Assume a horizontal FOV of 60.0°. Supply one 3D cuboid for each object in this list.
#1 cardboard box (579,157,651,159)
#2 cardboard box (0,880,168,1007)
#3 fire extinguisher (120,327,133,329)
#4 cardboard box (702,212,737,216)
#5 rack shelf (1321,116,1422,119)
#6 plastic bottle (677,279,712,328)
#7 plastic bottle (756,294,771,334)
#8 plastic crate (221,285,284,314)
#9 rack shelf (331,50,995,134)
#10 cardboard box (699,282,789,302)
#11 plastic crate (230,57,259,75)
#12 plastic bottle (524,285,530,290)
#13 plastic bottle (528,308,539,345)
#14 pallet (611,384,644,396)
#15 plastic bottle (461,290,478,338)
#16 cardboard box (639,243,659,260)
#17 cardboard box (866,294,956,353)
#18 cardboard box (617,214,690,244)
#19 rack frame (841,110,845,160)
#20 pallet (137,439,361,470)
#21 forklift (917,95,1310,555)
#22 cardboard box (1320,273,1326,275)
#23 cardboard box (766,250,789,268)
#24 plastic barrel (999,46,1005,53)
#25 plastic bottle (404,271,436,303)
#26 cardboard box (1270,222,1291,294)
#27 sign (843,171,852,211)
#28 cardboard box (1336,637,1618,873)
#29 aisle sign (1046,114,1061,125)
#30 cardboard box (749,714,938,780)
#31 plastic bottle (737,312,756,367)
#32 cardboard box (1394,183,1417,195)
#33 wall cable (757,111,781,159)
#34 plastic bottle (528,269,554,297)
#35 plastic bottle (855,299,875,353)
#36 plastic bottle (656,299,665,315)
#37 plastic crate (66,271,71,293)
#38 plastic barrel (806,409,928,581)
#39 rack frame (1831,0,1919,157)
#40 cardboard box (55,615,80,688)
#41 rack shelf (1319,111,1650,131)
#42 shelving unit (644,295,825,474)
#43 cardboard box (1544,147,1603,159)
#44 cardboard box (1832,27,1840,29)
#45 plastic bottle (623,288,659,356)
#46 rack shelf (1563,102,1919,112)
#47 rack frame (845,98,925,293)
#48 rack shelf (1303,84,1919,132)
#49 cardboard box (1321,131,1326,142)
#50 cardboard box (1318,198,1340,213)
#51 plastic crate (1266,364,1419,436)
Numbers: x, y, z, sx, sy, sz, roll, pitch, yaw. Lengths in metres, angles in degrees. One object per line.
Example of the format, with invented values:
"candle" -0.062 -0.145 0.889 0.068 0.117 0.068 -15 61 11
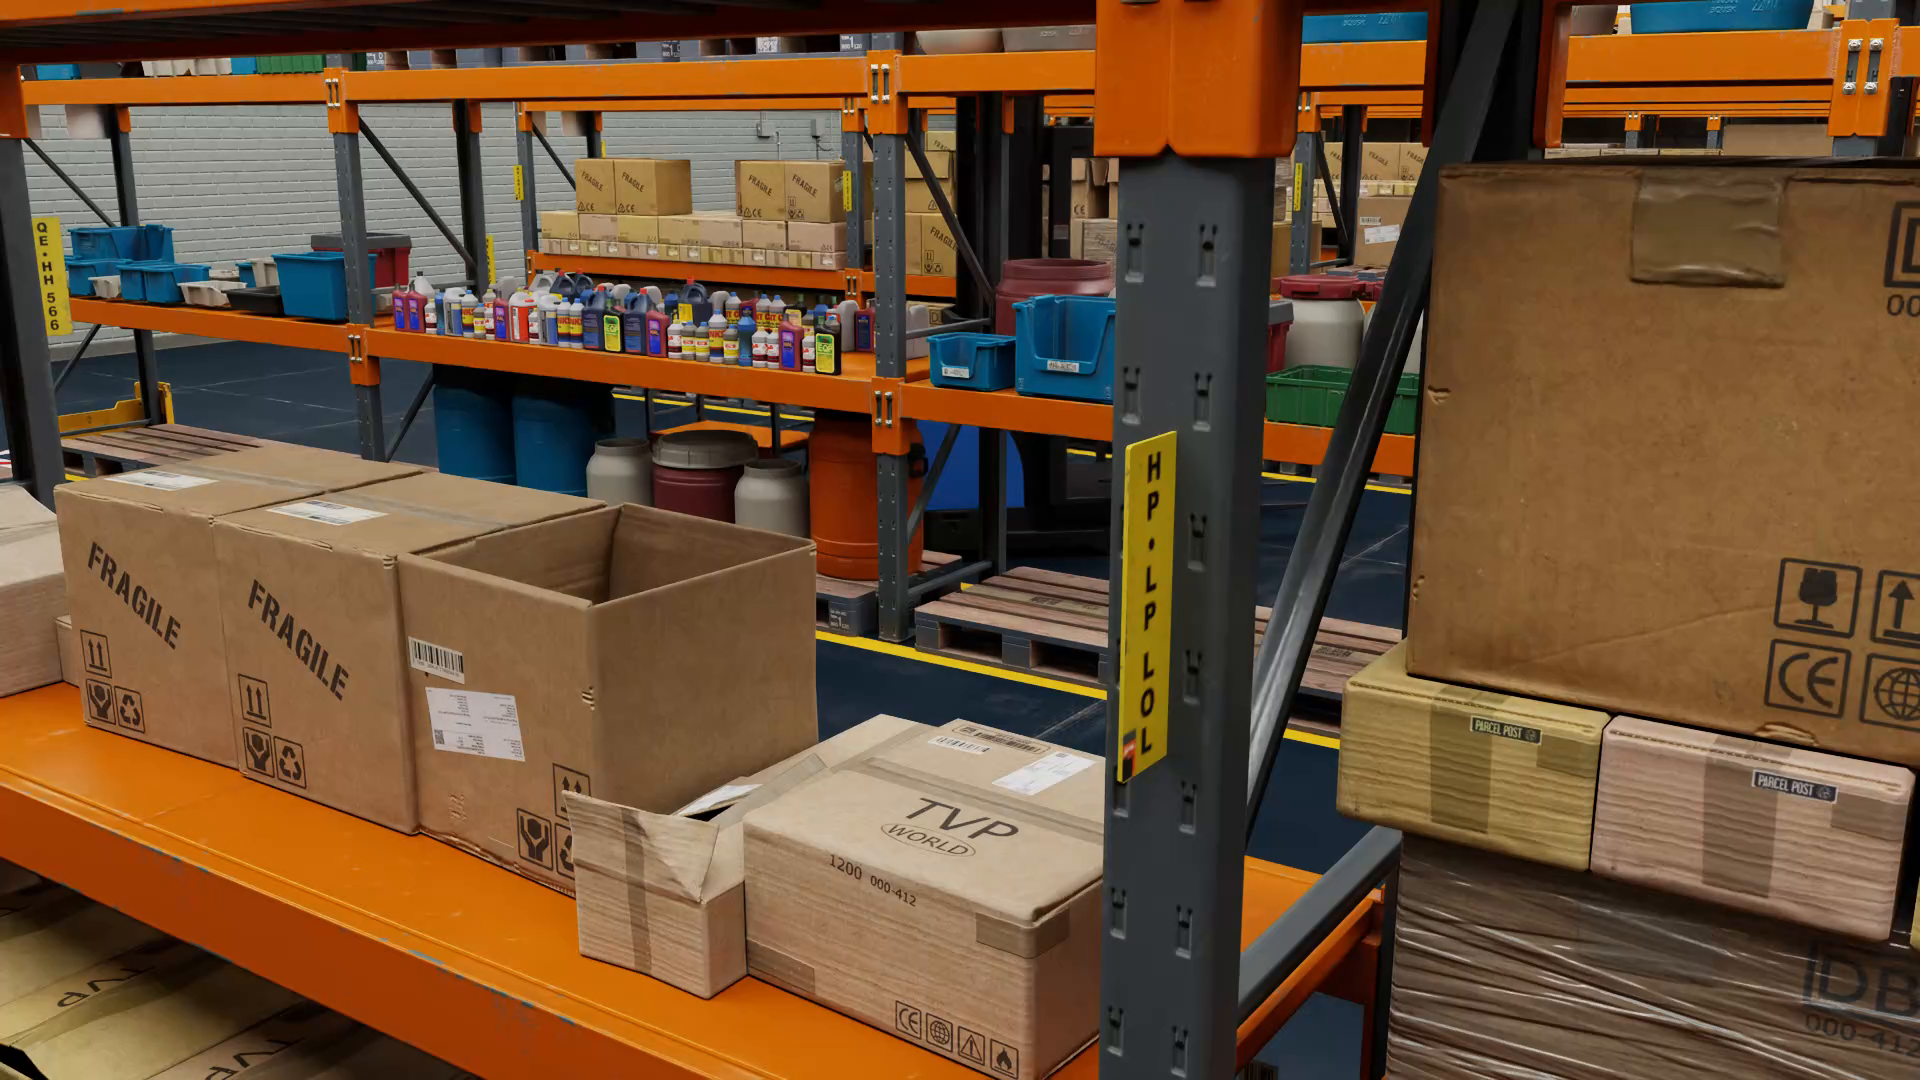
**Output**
"cardboard box" -3.400 -3.529 16.469 0.500 0.500 0.500 9 17 33
"cardboard box" -2.134 0.998 3.732 0.500 0.311 0.500 9 16 31
"fire extinguisher" -6.587 -2.011 13.141 0.183 0.674 0.296 9 17 33
"cardboard box" -2.124 -2.960 15.733 0.500 0.250 0.500 9 17 33
"rack shelf" 6.006 -6.911 27.254 4.000 0.370 1.077 9 17 33
"plastic bottle" -1.510 -1.304 9.452 0.185 0.351 0.144 9 17 33
"plastic bottle" -1.104 -1.251 9.401 0.097 0.271 0.097 0 14 0
"plastic crate" -4.475 -1.574 10.888 0.590 0.125 0.437 9 17 33
"rack shelf" -1.737 -2.421 9.115 4.000 0.370 1.077 9 17 33
"cardboard box" -1.882 -1.967 15.576 0.875 0.875 0.875 9 17 33
"plastic crate" -4.330 -3.016 10.368 0.300 0.233 0.416 9 17 33
"plastic bottle" -2.672 -1.515 10.445 0.133 0.283 0.061 9 17 33
"plastic bottle" -2.376 -1.203 9.352 0.097 0.201 0.097 0 14 0
"pallet" -3.244 -1.661 16.594 1.213 0.211 1.003 9 17 33
"plastic bottle" -2.841 -1.312 9.647 0.097 0.271 0.097 0 14 0
"cardboard box" -2.773 -2.699 15.506 0.250 0.149 0.380 9 16 32
"cardboard box" -0.090 -1.660 14.336 0.875 0.875 1.225 9 17 33
"cardboard box" -2.854 -2.923 15.582 0.500 0.250 0.500 9 16 31
"rack frame" -1.099 -4.082 20.569 0.127 3.000 1.000 9 17 33
"pallet" -5.045 -0.483 11.835 1.213 0.211 1.003 9 17 33
"forklift" 0.739 -1.456 10.104 3.031 2.935 1.130 -2 14 -9
"cardboard box" 3.844 -2.711 17.798 0.500 0.250 0.500 8 16 30
"cardboard box" -1.495 -2.492 14.672 0.250 0.149 0.380 9 16 32
"plastic barrel" 0.156 -2.404 7.871 0.294 0.245 0.294 0 14 0
"plastic bottle" -3.252 -1.441 10.005 0.185 0.351 0.144 9 17 33
"cardboard box" 2.139 -2.099 12.351 0.500 0.500 0.500 10 17 35
"sign" -0.941 -2.918 13.901 0.005 0.325 0.100 9 17 33
"cardboard box" 0.589 0.189 1.759 0.250 0.149 0.380 9 17 33
"aisle sign" 1.358 -6.296 24.104 0.004 0.787 0.394 9 17 33
"cardboard box" -0.147 0.440 2.826 0.250 0.149 0.380 9 17 33
"plastic bottle" -1.090 -1.029 8.504 0.097 0.271 0.097 0 14 0
"cardboard box" 4.452 -3.423 16.320 0.250 0.149 0.380 10 17 35
"wall cable" -3.112 -6.342 27.521 0.123 1.953 0.585 9 17 33
"plastic bottle" -2.532 -1.472 10.128 0.185 0.351 0.144 9 17 33
"plastic bottle" -0.503 -1.165 9.029 0.133 0.283 0.061 9 17 33
"plastic bottle" -1.752 -1.322 9.833 0.097 0.201 0.097 0 14 0
"plastic crate" -6.475 -1.862 12.025 0.298 0.136 0.250 9 17 33
"plastic barrel" -0.493 -0.258 8.767 0.708 0.830 0.600 9 17 33
"rack frame" 3.242 -0.509 6.139 0.127 3.000 1.000 9 17 33
"cardboard box" -1.755 0.223 3.703 0.250 0.149 0.380 11 17 37
"rack shelf" 6.558 -5.384 21.087 4.000 0.370 1.077 9 17 33
"shelving unit" -1.382 -0.755 10.223 1.083 1.500 0.587 9 17 33
"cardboard box" 5.906 -3.480 15.852 0.500 0.500 0.700 9 17 33
"cardboard box" 7.711 -4.230 14.155 0.500 0.250 0.500 9 17 32
"plastic bottle" -1.708 -1.174 8.926 0.185 0.351 0.144 9 17 33
"rack shelf" 7.198 -3.847 14.878 4.000 0.370 1.077 9 17 33
"rack frame" -0.632 -2.570 14.462 0.127 3.000 1.000 9 17 33
"rack shelf" 4.346 -2.872 10.938 4.000 0.370 1.077 9 17 33
"cardboard box" 4.781 -5.489 22.614 0.250 0.149 0.380 9 16 32
"cardboard box" 3.803 -3.383 16.777 0.250 0.149 0.380 10 17 34
"plastic crate" 1.639 -0.584 6.880 0.662 0.188 0.450 9 17 33
